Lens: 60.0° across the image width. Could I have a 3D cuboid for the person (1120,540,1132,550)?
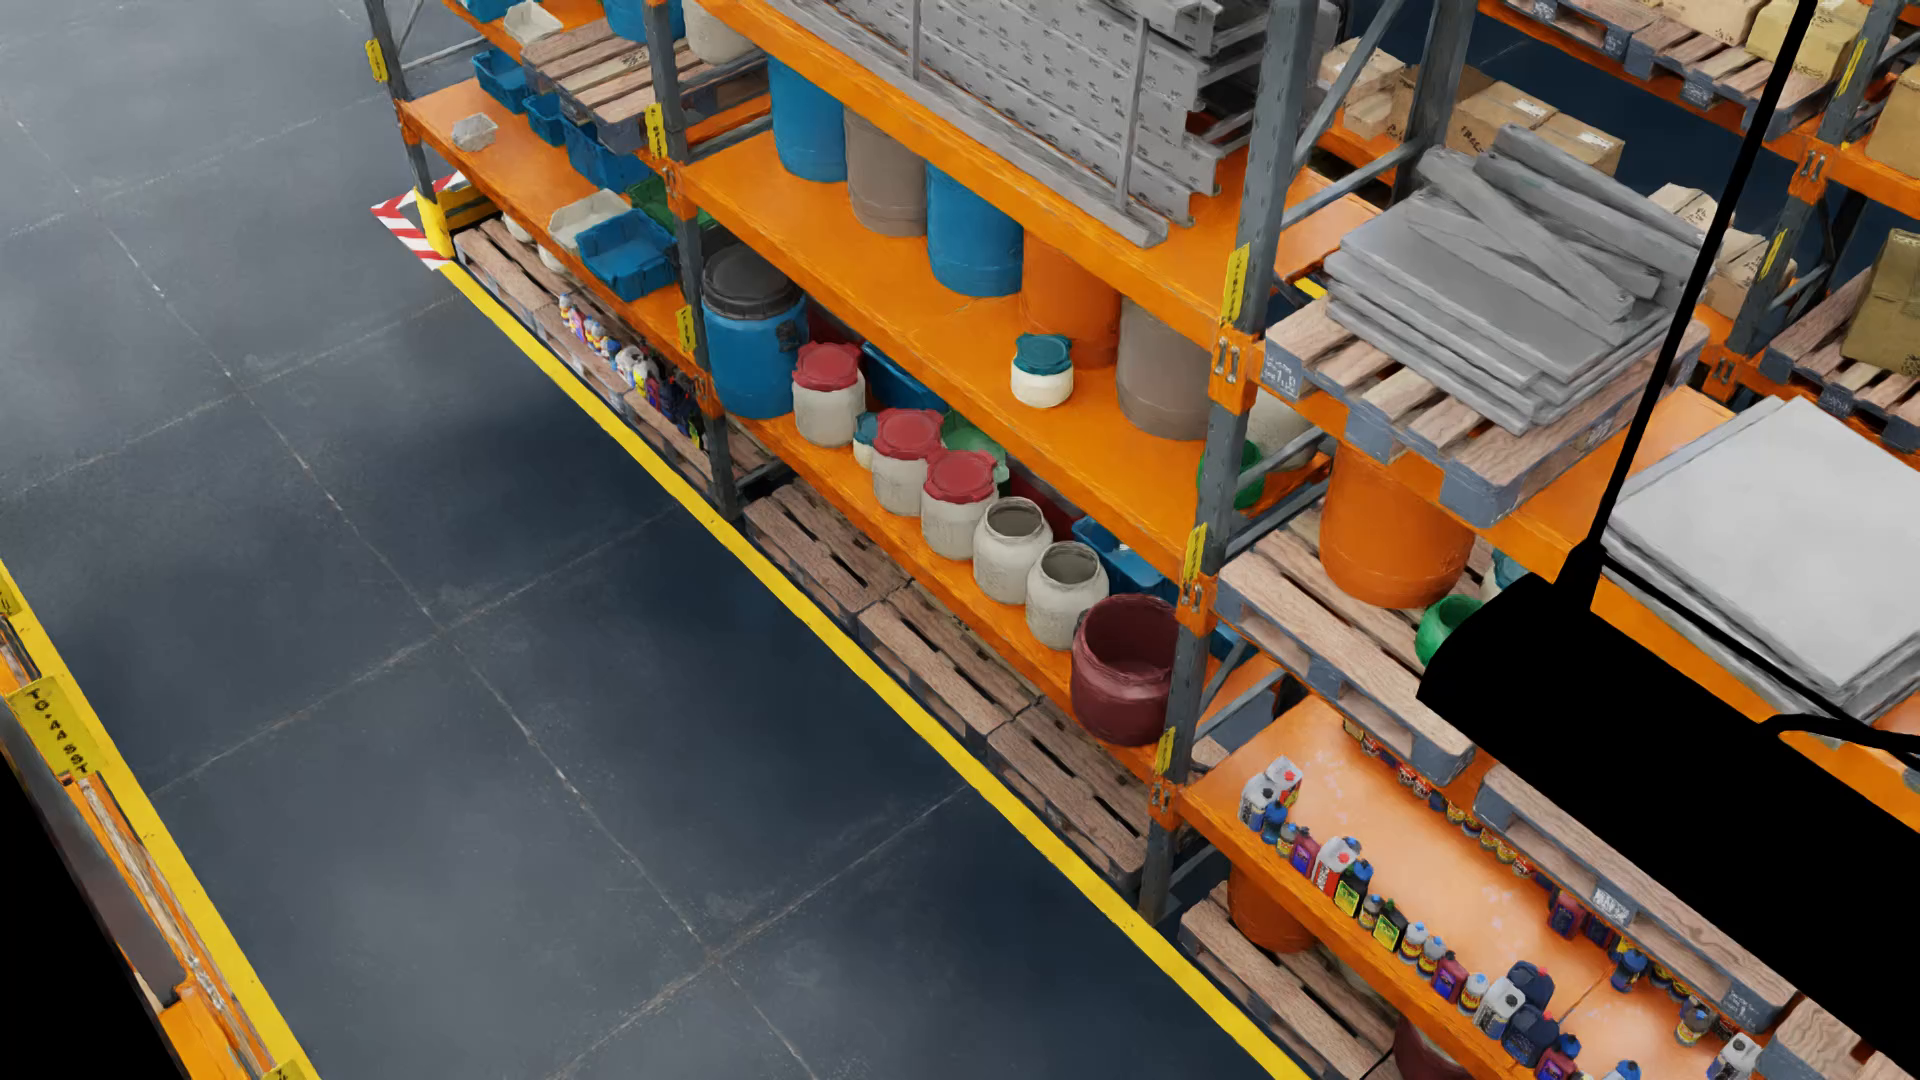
[{"bbox_3d":[0.957,0.069,9.342,0.579,1.700,0.960,-15,48,-14],"label":"person"}]
